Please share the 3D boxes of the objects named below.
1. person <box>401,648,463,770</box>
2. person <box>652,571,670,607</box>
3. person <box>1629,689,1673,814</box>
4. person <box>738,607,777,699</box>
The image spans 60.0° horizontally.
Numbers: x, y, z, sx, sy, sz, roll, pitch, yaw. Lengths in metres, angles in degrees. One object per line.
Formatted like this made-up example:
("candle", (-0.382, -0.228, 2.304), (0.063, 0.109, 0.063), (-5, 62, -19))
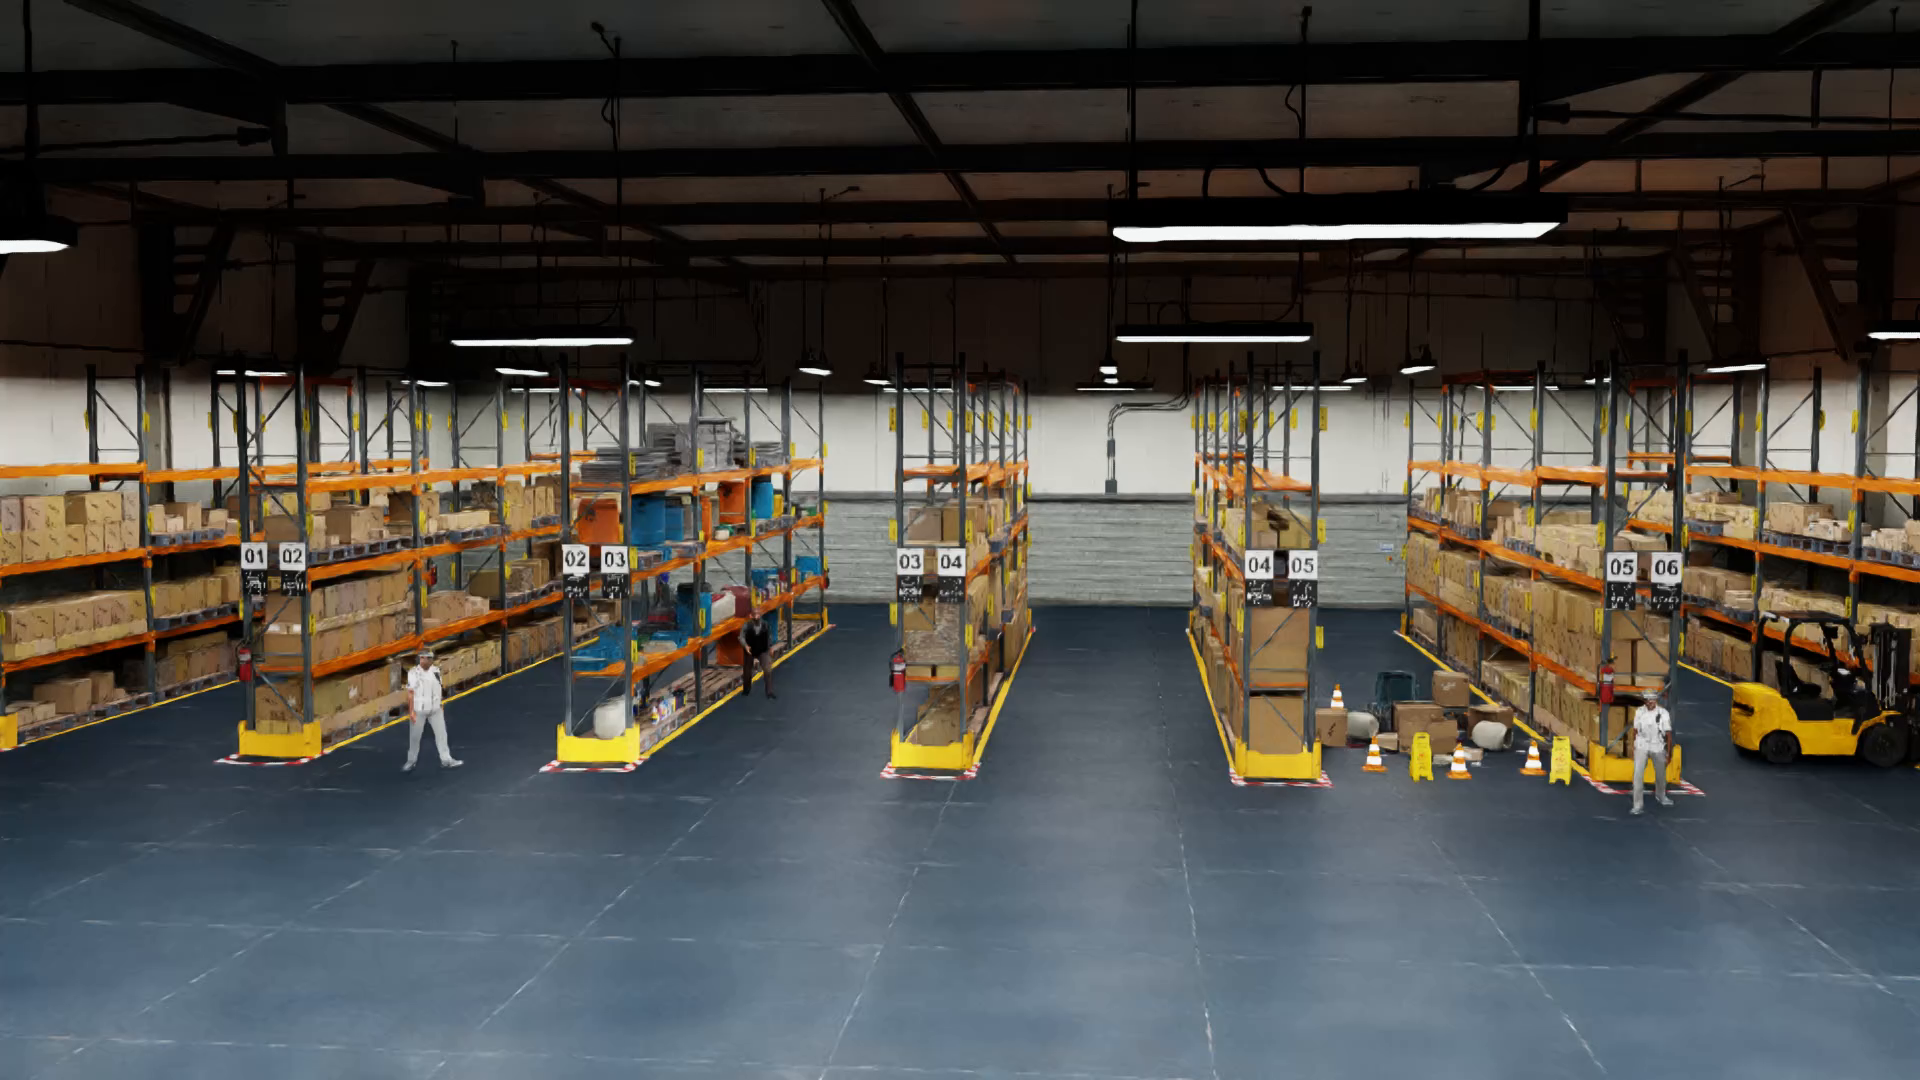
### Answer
("person", (-7.647, 2.414, 23.943), (0.586, 1.755, 0.772), (4, 6, 44))
("person", (-7.571, 1.205, 41.851), (0.431, 1.659, 0.649), (3, 5, 36))
("person", (8.896, 2.675, 21.362), (0.505, 1.610, 0.938), (2, 5, 27))
("person", (-3.679, 2.031, 30.107), (0.682, 1.658, 0.844), (-1, 4, -12))
